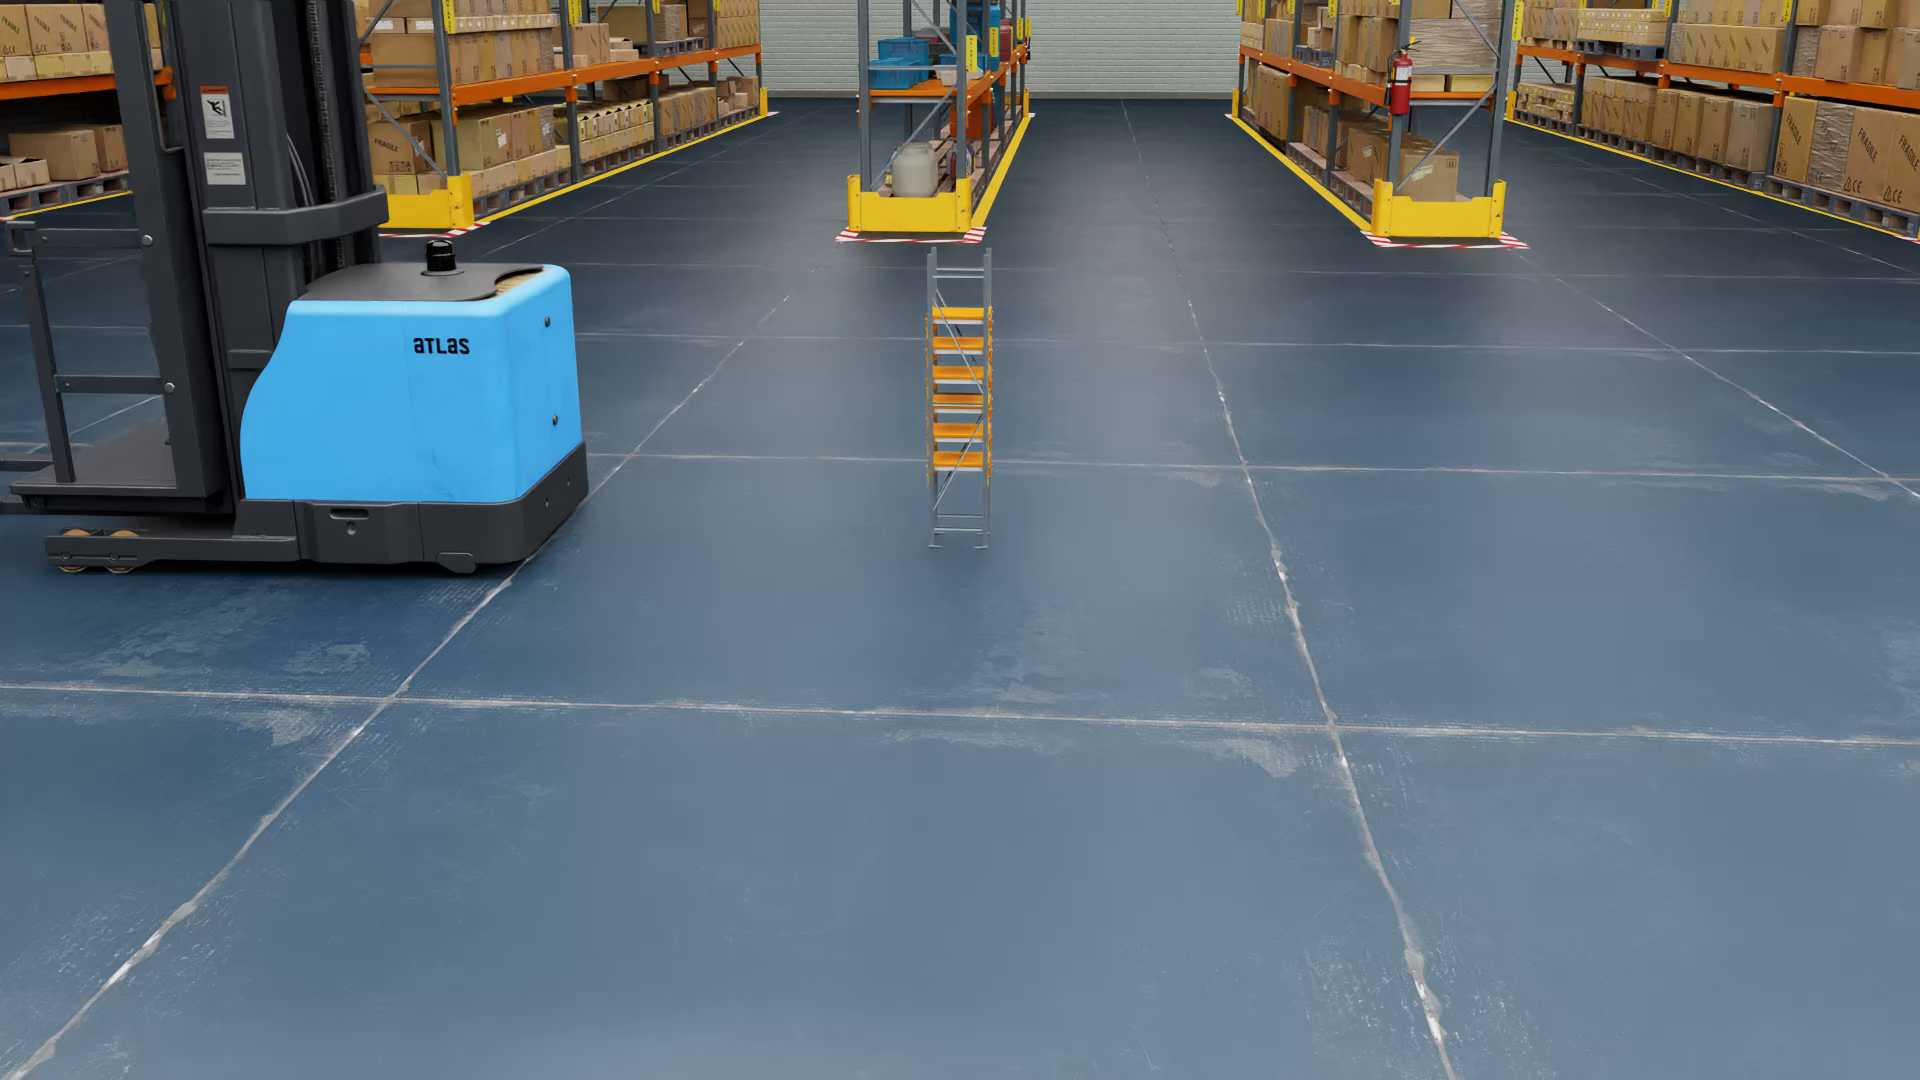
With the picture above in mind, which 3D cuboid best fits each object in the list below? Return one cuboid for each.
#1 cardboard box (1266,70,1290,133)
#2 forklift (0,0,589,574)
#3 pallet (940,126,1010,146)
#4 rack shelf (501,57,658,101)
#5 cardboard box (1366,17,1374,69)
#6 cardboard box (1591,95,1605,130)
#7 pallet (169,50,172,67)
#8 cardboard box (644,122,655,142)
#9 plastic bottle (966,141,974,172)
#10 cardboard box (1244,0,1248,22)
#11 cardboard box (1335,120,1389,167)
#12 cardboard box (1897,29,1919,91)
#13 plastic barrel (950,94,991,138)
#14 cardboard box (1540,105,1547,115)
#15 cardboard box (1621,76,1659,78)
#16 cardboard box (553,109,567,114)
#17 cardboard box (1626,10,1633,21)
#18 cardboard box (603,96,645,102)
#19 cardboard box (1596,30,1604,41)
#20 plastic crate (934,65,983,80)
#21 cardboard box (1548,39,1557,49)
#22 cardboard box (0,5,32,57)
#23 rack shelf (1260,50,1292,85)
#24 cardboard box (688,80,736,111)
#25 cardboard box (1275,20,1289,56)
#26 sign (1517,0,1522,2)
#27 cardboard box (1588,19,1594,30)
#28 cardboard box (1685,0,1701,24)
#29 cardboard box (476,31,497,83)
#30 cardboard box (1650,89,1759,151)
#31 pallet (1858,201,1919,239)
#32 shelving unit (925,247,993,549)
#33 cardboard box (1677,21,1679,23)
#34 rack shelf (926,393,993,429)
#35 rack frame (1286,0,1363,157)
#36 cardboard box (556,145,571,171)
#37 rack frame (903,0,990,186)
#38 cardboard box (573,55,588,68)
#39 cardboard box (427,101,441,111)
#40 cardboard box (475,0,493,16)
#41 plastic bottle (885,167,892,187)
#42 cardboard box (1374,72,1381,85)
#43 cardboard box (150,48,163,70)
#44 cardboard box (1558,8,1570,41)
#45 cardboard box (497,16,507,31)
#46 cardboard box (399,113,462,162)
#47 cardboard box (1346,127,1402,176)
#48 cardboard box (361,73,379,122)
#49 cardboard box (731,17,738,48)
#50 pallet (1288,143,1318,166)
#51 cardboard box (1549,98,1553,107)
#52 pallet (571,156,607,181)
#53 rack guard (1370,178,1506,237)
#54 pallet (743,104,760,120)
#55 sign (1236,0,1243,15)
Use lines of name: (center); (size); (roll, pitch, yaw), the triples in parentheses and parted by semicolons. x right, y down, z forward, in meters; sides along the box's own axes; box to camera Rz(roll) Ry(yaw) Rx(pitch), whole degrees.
cardboard box: (5.214, -6.465, 24.574); (1.225, 0.875, 0.875); (1, 18, 4)
forklift: (-3.171, -1.423, 6.560); (3.031, 2.935, 1.130); (1, 18, 3)
pallet: (0.237, -6.194, 25.486); (1.003, 0.211, 1.213); (1, 18, 4)
rack shelf: (-4.952, -6.044, 21.706); (1.077, 0.370, 4.000); (1, 18, 4)
cardboard box: (4.560, -4.971, 16.639); (0.875, 0.500, 0.500); (1, 18, 4)
cardboard box: (9.945, -6.509, 25.309); (0.500, 0.500, 0.500); (2, 18, 6)
pallet: (-9.837, -6.017, 20.776); (1.003, 0.211, 1.213); (1, 18, 4)
cardboard box: (-4.603, -5.731, 23.337); (0.500, 0.250, 0.500); (2, 18, 5)
plastic bottle: (0.086, -4.397, 19.071); (0.144, 0.351, 0.185); (1, 18, 2)
cardboard box: (5.306, -9.397, 29.344); (0.500, 0.500, 0.500); (1, 18, 3)
cardboard box: (4.850, -4.754, 19.921); (0.700, 0.500, 0.500); (0, 18, 0)
cardboard box: (9.437, -4.517, 15.649); (0.875, 0.550, 0.550); (1, 18, 4)
plastic barrel: (0.150, -6.216, 23.886); (0.600, 0.830, 0.708); (1, 18, 4)
cardboard box: (10.131, -7.336, 28.397); (0.380, 0.149, 0.250); (1, 18, 4)
cardboard box: (10.497, -7.016, 25.653); (0.500, 0.250, 0.500); (1, 18, 2)
cardboard box: (-5.283, -5.373, 21.343); (0.500, 0.311, 0.500); (1, 18, 4)
cardboard box: (9.644, -7.410, 23.494); (0.380, 0.149, 0.250); (2, 18, 6)
cardboard box: (-4.976, -6.324, 24.713); (0.500, 0.500, 0.500); (2, 18, 6)
cardboard box: (9.739, -7.532, 24.821); (0.380, 0.149, 0.250); (0, 18, 1)
plastic crate: (-0.019, -5.017, 17.842); (0.530, 0.136, 0.437); (1, 18, 4)
cardboard box: (10.126, -8.346, 27.981); (0.380, 0.149, 0.250); (2, 18, 5)
cardboard box: (-9.944, -5.221, 17.044); (0.500, 0.500, 0.500); (1, 18, 4)
rack shelf: (5.215, -7.064, 24.819); (1.077, 0.370, 4.000); (1, 18, 4)
cardboard box: (-4.393, -7.856, 29.382); (0.797, 0.503, 0.637); (1, 18, 4)
cardboard box: (4.973, -7.465, 24.727); (0.500, 0.500, 0.500); (2, 18, 5)
sign: (10.044, -9.550, 29.862); (0.100, 0.325, 0.005); (1, 18, 4)
cardboard box: (9.777, -7.833, 25.264); (0.380, 0.149, 0.250); (2, 18, 5)
cardboard box: (9.970, -7.026, 21.781); (0.700, 0.500, 0.500); (1, 18, 4)
cardboard box: (-5.262, -5.032, 17.301); (0.700, 0.500, 0.500); (1, 18, 4)
cardboard box: (9.878, -5.586, 22.091); (1.050, 0.750, 0.750); (1, 18, 3)
pallet: (9.418, -3.083, 15.992); (1.003, 0.211, 1.213); (1, 18, 4)
shelving unit: (-0.001, -0.566, 6.722); (0.258, 1.200, 0.189); (1, 18, 4)
cardboard box: (10.298, -7.255, 23.499); (0.380, 0.149, 0.250); (1, 18, 4)
rack shelf: (-0.001, -0.523, 6.736); (0.258, 0.103, 0.180); (1, 18, 4)
rack frame: (5.072, -6.785, 22.811); (1.000, 3.000, 0.127); (1, 18, 4)
cardboard box: (-4.911, -4.509, 19.606); (0.500, 0.250, 0.500); (1, 18, 4)
rack frame: (-0.155, -5.653, 19.357); (1.000, 3.000, 0.127); (1, 18, 4)
cardboard box: (-4.828, -5.916, 20.563); (0.380, 0.149, 0.250); (1, 18, 4)
cardboard box: (-9.307, -7.600, 28.640); (0.700, 0.500, 0.500); (2, 18, 5)
cardboard box: (-5.265, -5.667, 17.158); (0.700, 0.500, 0.500); (1, 18, 4)
plastic bottle: (-0.748, -3.870, 17.704); (0.097, 0.201, 0.097); (0, 18, 0)
cardboard box: (4.386, -4.662, 16.738); (0.380, 0.149, 0.250); (1, 18, 4)
cardboard box: (-9.768, -5.658, 19.583); (0.500, 0.250, 0.500); (1, 18, 4)
cardboard box: (10.090, -8.391, 27.077); (0.500, 0.500, 0.500); (1, 18, 2)
cardboard box: (-5.028, -5.472, 17.604); (0.380, 0.149, 0.250); (1, 18, 4)
cardboard box: (-5.584, -4.256, 17.630); (0.500, 0.500, 0.500); (1, 18, 4)
cardboard box: (4.716, -4.431, 18.967); (0.500, 0.500, 0.500); (1, 18, 2)
cardboard box: (-9.497, -6.792, 25.611); (0.750, 0.750, 0.750); (1, 18, 4)
cardboard box: (-4.142, -8.763, 28.689); (0.500, 0.500, 0.500); (1, 18, 4)
pallet: (5.014, -5.217, 22.505); (1.003, 0.211, 1.213); (1, 18, 4)
cardboard box: (10.166, -7.382, 28.060); (0.380, 0.149, 0.250); (0, 18, 1)
pallet: (-5.082, -4.669, 20.833); (1.003, 0.211, 1.213); (1, 18, 4)
rack guard: (4.504, -3.136, 15.690); (1.175, 0.500, 0.348); (1, 18, 4)
pallet: (-4.297, -7.895, 30.679); (1.003, 0.211, 1.213); (1, 18, 4)
sign: (5.092, -9.732, 30.290); (0.100, 0.325, 0.005); (1, 18, 4)
